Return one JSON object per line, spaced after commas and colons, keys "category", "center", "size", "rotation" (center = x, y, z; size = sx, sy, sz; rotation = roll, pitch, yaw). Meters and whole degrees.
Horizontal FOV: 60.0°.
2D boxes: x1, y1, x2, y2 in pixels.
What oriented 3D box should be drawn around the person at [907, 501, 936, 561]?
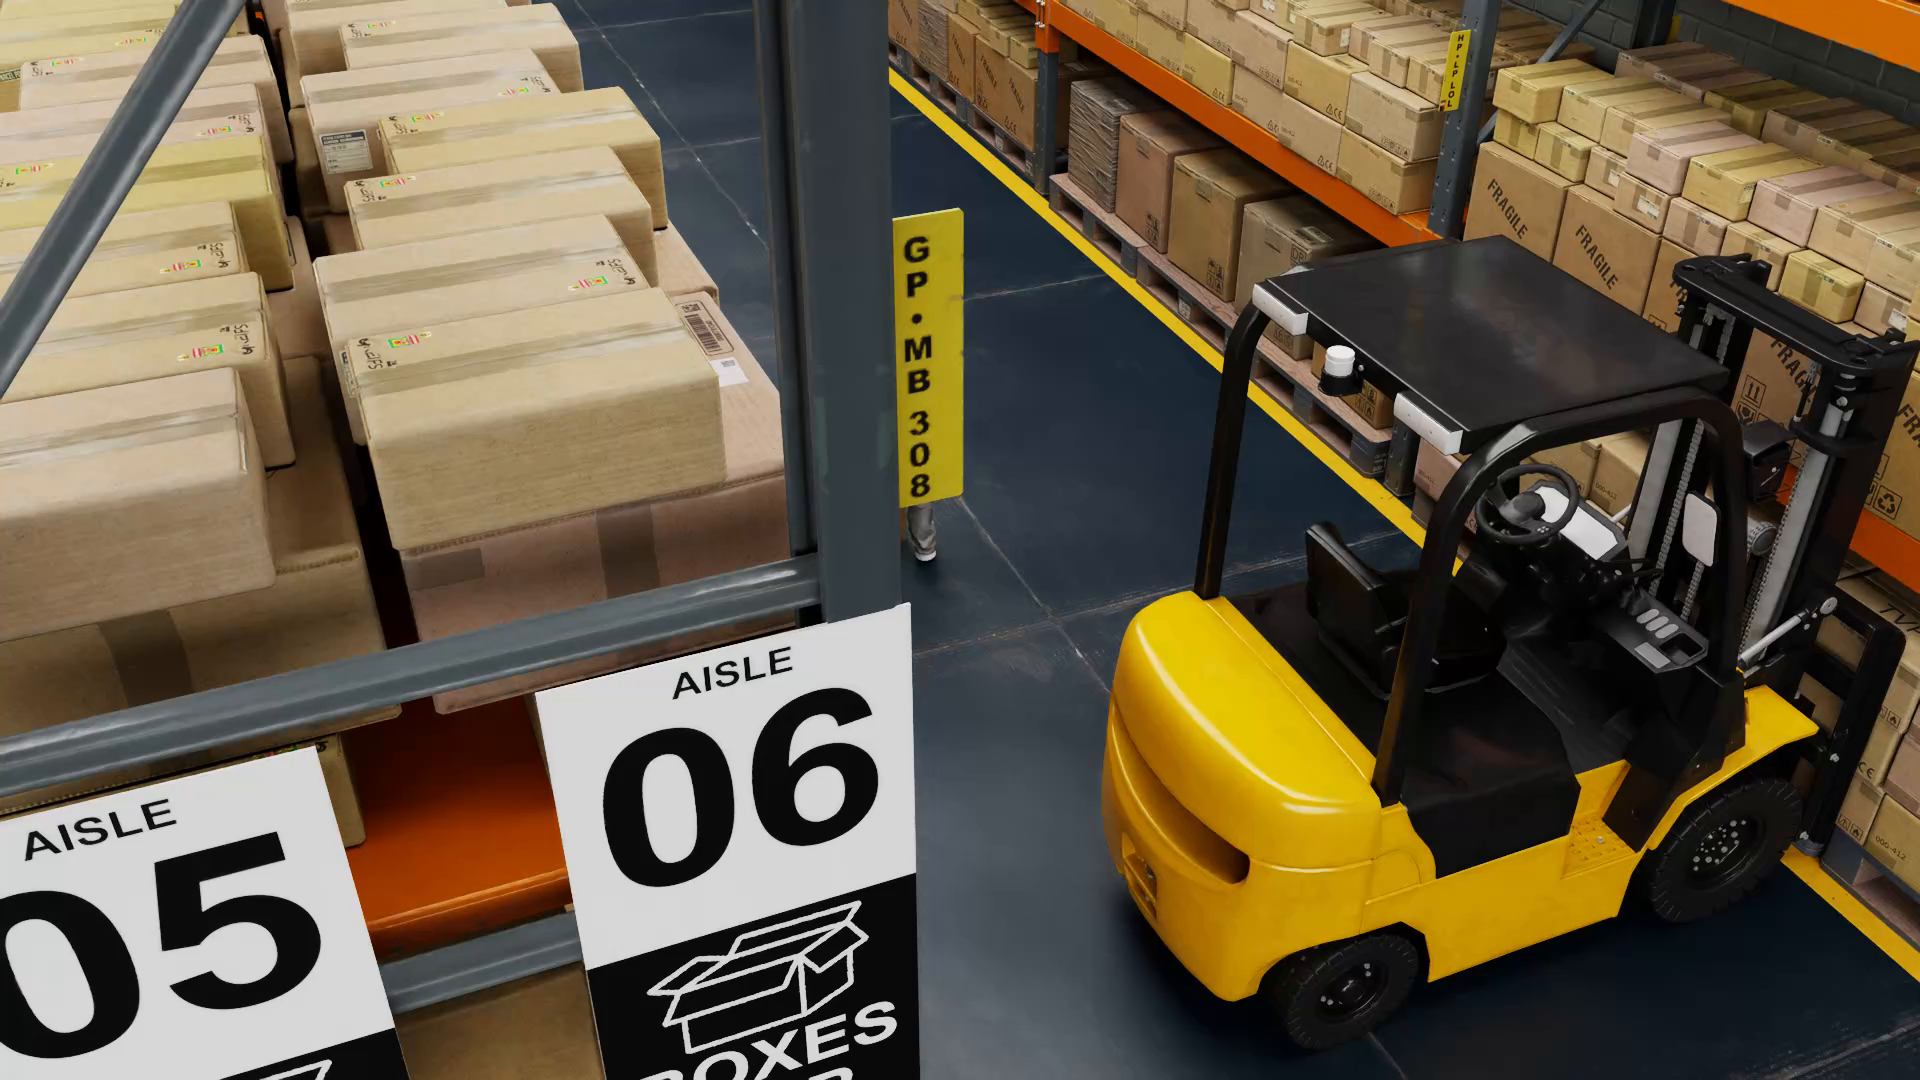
{"category": "person", "center": [-0.317, -0.576, 7.017], "size": [0.485, 1.581, 0.374], "rotation": [-15, 37, -21]}
